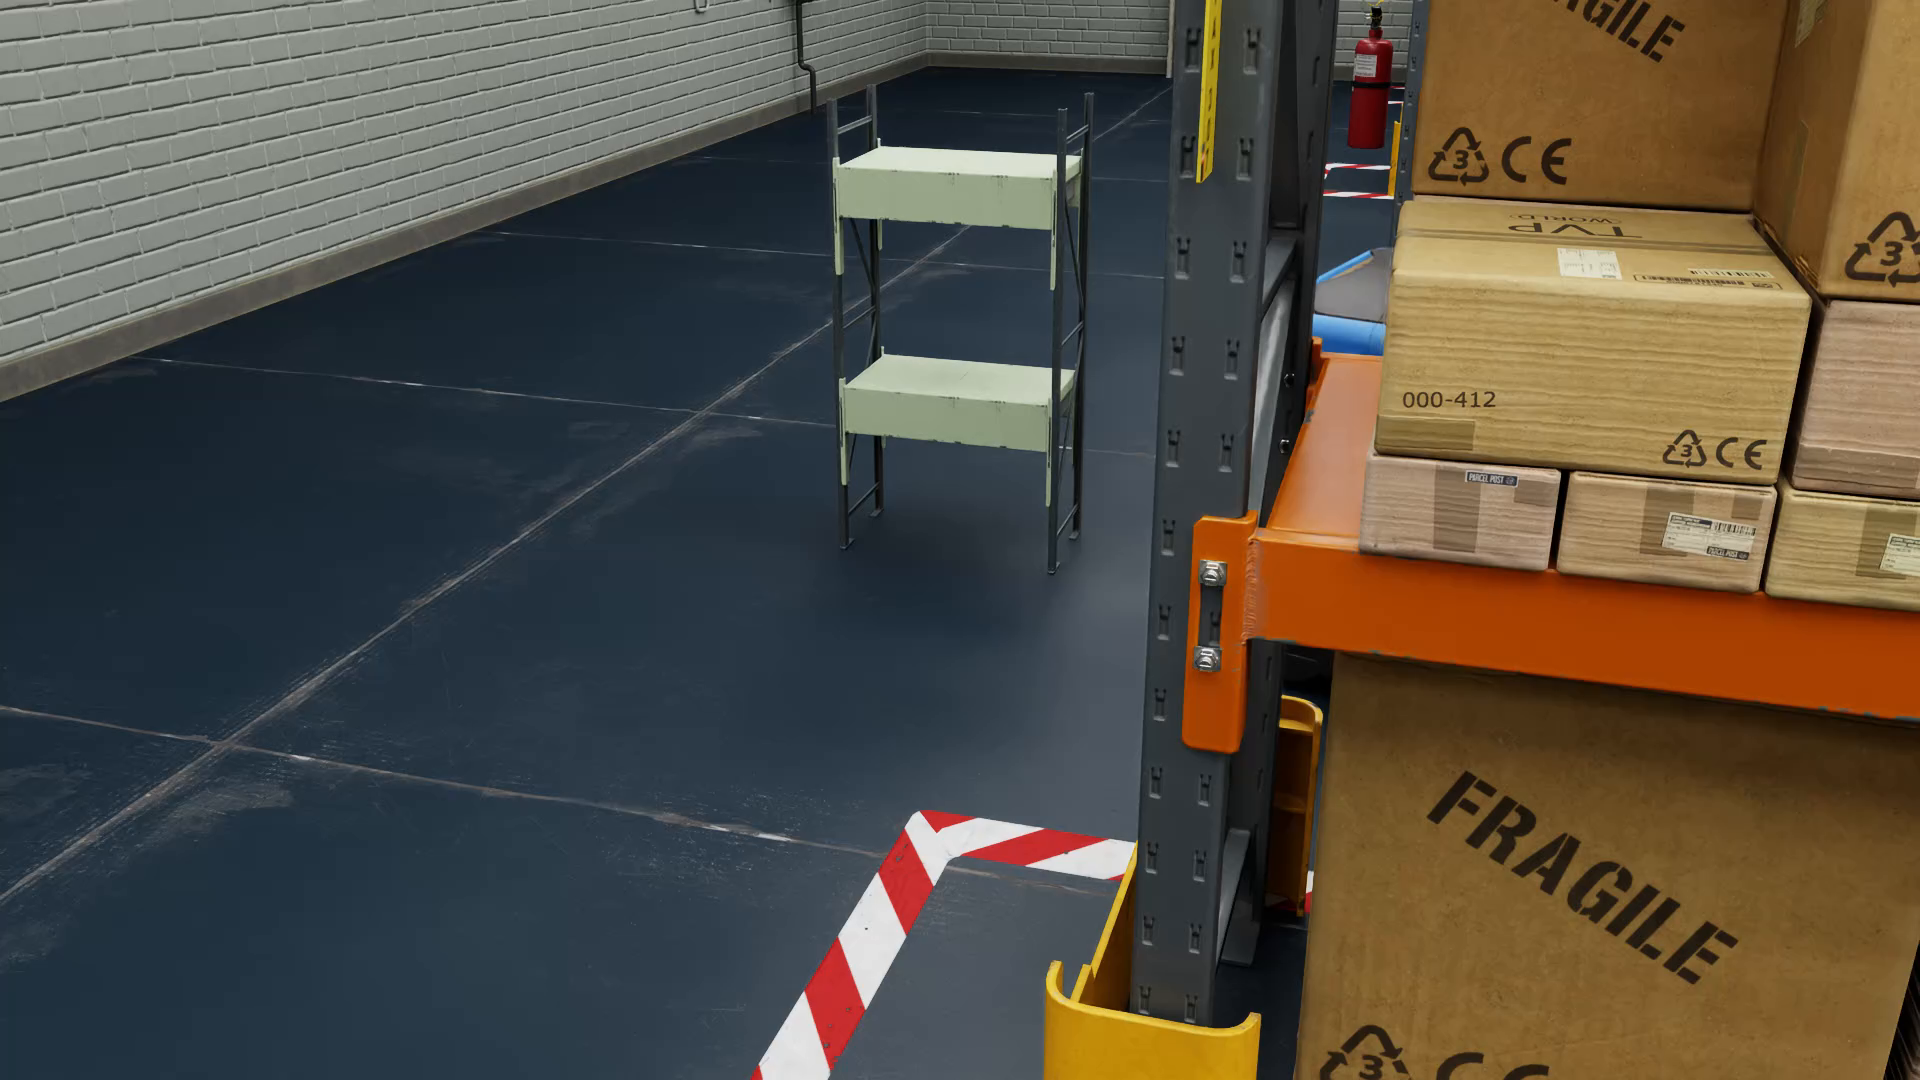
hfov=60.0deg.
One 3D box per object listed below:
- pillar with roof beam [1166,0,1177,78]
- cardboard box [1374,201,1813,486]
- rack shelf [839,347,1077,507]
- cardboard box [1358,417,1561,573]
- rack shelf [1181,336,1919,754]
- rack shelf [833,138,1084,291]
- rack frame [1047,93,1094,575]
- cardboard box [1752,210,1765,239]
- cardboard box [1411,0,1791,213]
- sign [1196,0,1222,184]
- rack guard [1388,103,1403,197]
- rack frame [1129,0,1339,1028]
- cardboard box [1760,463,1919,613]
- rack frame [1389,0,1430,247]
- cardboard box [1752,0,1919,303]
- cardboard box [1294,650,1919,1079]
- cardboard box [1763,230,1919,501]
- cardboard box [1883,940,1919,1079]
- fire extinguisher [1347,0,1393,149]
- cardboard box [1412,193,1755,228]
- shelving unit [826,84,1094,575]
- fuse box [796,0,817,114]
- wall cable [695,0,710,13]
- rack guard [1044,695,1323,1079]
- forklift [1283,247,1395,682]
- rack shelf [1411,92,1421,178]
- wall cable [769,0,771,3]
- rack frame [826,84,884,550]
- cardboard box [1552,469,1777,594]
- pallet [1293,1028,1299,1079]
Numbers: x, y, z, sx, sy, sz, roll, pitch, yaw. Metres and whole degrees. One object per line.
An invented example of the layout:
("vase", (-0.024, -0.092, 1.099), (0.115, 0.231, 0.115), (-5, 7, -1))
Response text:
("pillar with roof beam", (1.208, -7.618, 12.485), (0.400, 9.000, 9.100), (7, 23, 16))
("cardboard box", (0.861, -0.297, 2.347), (0.500, 0.250, 0.500), (6, 23, 14))
("rack shelf", (0.006, -0.392, 5.607), (0.720, 0.370, 0.431), (7, 23, 16))
("cardboard box", (0.724, -0.105, 2.403), (0.250, 0.149, 0.380), (7, 23, 16))
("rack shelf", (2.395, 0.173, 2.345), (4.000, 0.370, 1.077), (7, 23, 16))
("rack shelf", (0.006, -1.054, 5.336), (0.720, 0.370, 0.431), (7, 23, 16))
("rack frame", (0.357, -0.653, 5.386), (0.023, 1.500, 0.400), (7, 23, 16))
("cardboard box", (1.506, -0.435, 2.684), (0.500, 0.250, 0.500), (6, 23, 15))
("cardboard box", (1.022, -0.837, 2.675), (0.500, 0.500, 0.500), (7, 23, 16))
("sign", (0.314, -0.616, 2.074), (0.005, 0.325, 0.100), (7, 23, 16))
("rack guard", (3.319, -2.826, 12.001), (0.348, 0.500, 1.175), (7, 23, 16))
("rack frame", (0.480, -0.380, 2.743), (0.127, 3.000, 1.000), (7, 23, 16))
("cardboard box", (1.216, -0.049, 2.268), (0.250, 0.149, 0.380), (6, 23, 14))
("rack frame", (2.009, -2.171, 7.109), (0.127, 3.000, 1.000), (7, 23, 16))
("cardboard box", (1.340, -0.589, 2.071), (0.500, 0.500, 0.500), (6, 23, 14))
("cardboard box", (1.116, 0.450, 2.966), (0.875, 0.875, 0.875), (7, 23, 16))
("cardboard box", (1.361, -0.242, 2.214), (0.500, 0.250, 0.500), (6, 23, 15))
("cardboard box", (1.987, 0.550, 2.723), (0.875, 0.875, 0.875), (7, 23, 16))
("fire extinguisher", (1.901, -2.158, 7.671), (0.183, 0.674, 0.296), (7, 23, 16))
("cardboard box", (1.020, -0.491, 2.820), (0.500, 0.250, 0.500), (6, 23, 15))
("shelving unit", (0.006, -0.693, 5.484), (0.755, 1.500, 0.431), (7, 23, 16))
("fuse box", (-1.316, -4.741, 15.073), (0.414, 1.711, 0.539), (7, 23, 16))
("wall cable", (-2.063, -5.074, 12.808), (0.123, 1.953, 0.585), (7, 23, 16))
("rack guard", (0.457, 0.774, 3.224), (0.348, 0.500, 1.175), (7, 23, 16))
("forklift", (2.290, -0.833, 3.940), (3.031, 2.935, 1.130), (14, 26, 30))
("rack shelf", (3.924, -1.618, 6.711), (4.000, 0.370, 1.077), (7, 23, 16))
("wall cable", (-1.664, -5.576, 14.073), (0.122, 1.984, 0.588), (7, 23, 16))
("rack frame", (-0.344, -0.733, 5.581), (0.023, 1.500, 0.400), (7, 23, 16))
("cardboard box", (0.970, -0.077, 2.336), (0.250, 0.149, 0.380), (6, 23, 15))
("pallet", (1.268, 0.970, 3.128), (1.213, 0.211, 1.003), (7, 23, 16))
